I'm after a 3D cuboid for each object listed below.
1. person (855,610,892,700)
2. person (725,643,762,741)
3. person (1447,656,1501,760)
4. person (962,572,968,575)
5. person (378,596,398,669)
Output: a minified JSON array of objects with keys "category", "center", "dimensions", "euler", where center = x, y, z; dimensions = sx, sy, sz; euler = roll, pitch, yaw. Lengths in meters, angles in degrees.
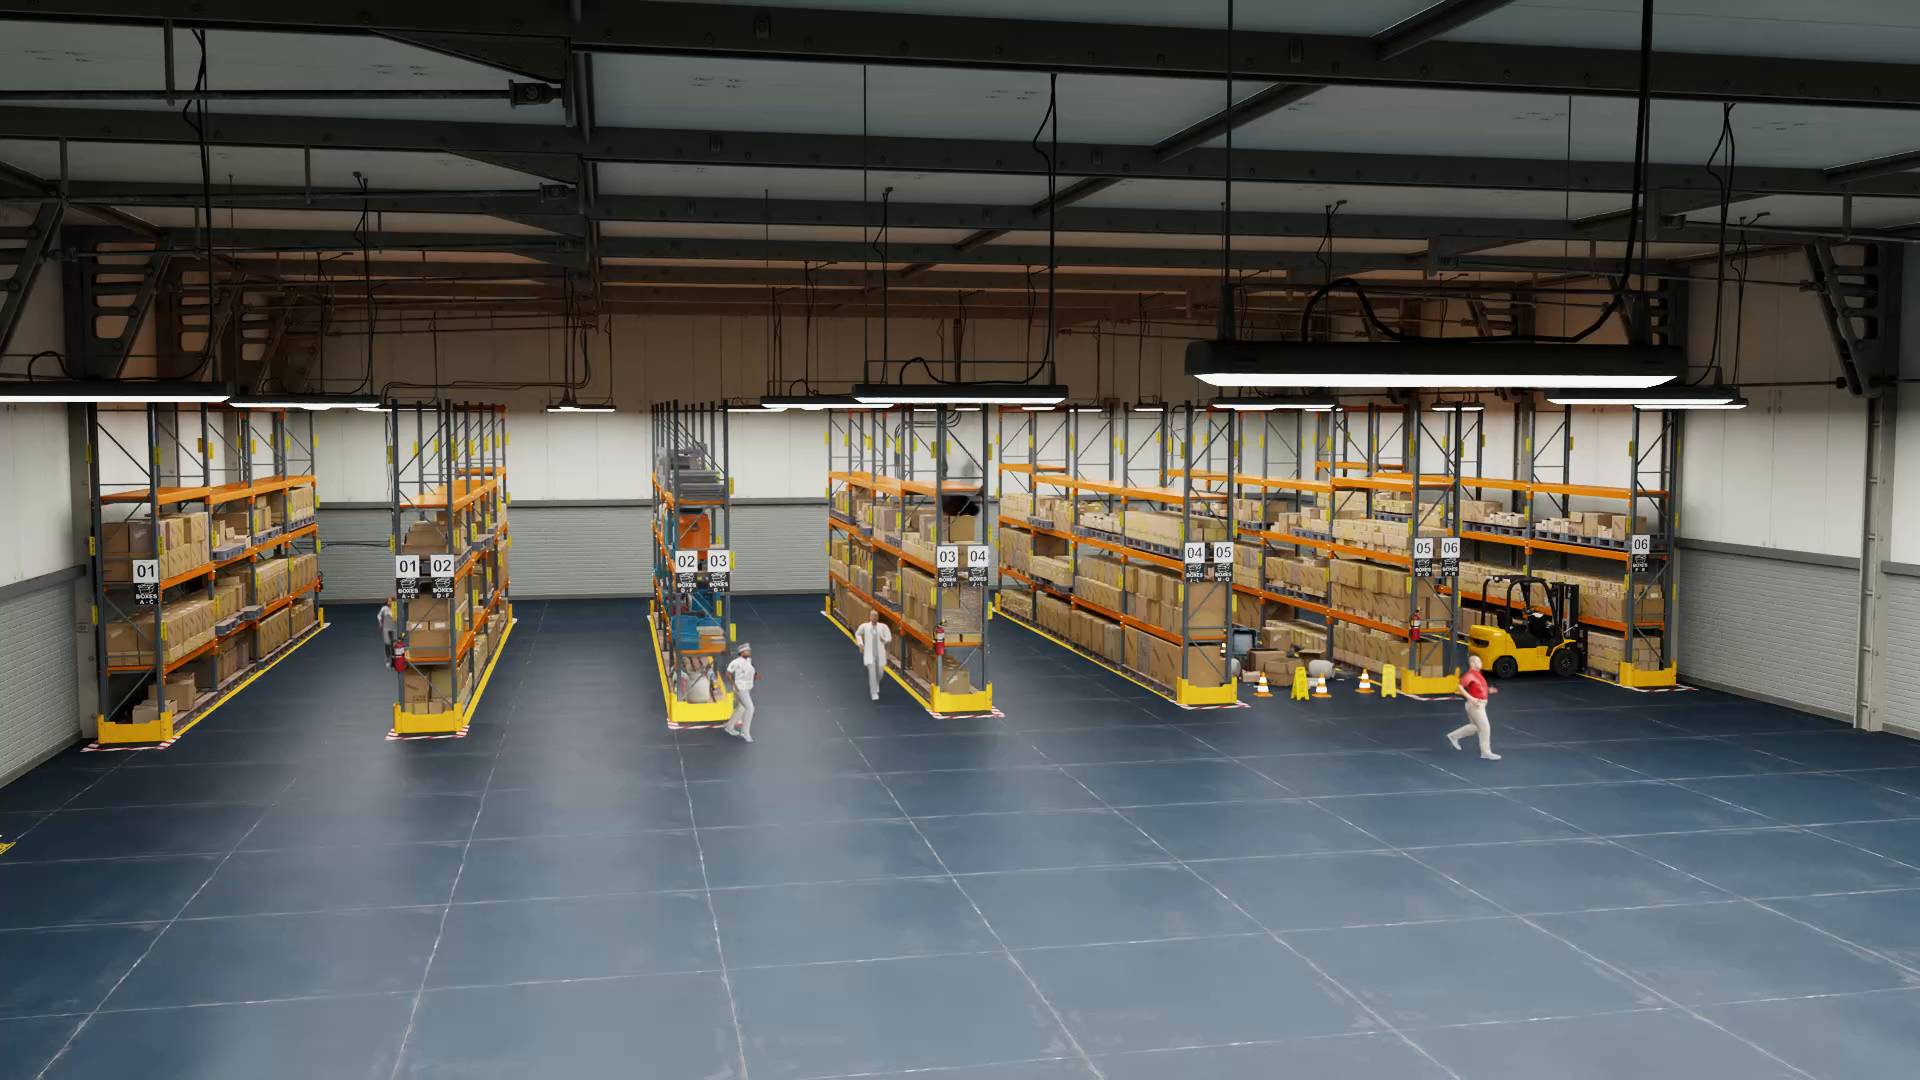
[{"category":"person","center":[-1.733,2.295,33.574],"dimensions":[0.714,1.754,1.034],"euler":[-1,4,-12]},{"category":"person","center":[-3.846,2.679,29.369],"dimensions":[0.752,1.761,0.557],"euler":[2,5,23]},{"category":"person","center":[8.589,2.774,27.735],"dimensions":[0.901,1.696,0.674],"euler":[2,5,29]},{"category":"person","center":[0.086,1.294,47.240],"dimensions":[0.699,1.761,1.001],"euler":[0,4,-6]},{"category":"person","center":[-12.905,2.084,37.655],"dimensions":[0.494,1.645,0.721],"euler":[-2,5,-21]}]
